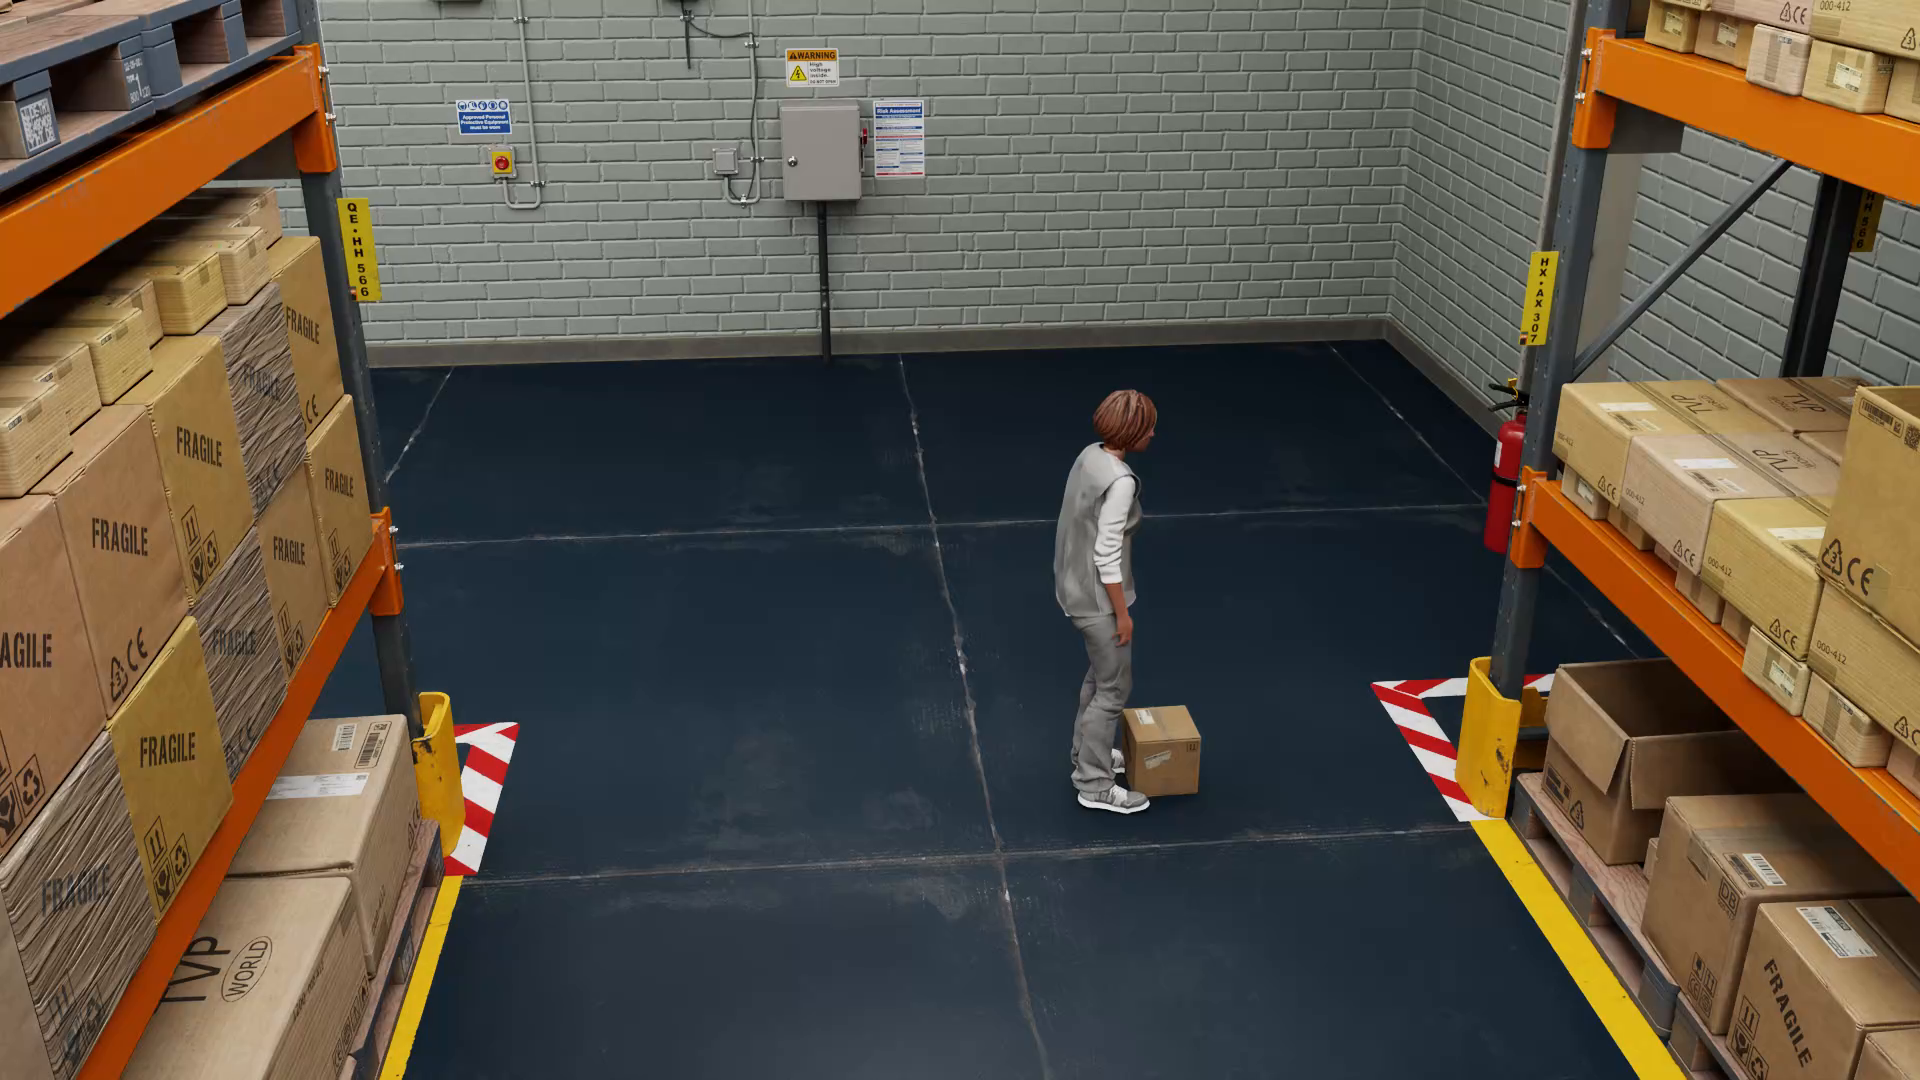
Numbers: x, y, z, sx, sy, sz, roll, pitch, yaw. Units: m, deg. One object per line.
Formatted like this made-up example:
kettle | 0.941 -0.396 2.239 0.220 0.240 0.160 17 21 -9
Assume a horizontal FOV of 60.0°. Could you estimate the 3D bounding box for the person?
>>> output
person | 0.544 0.217 6.132 0.377 1.591 0.477 -4 24 -8
